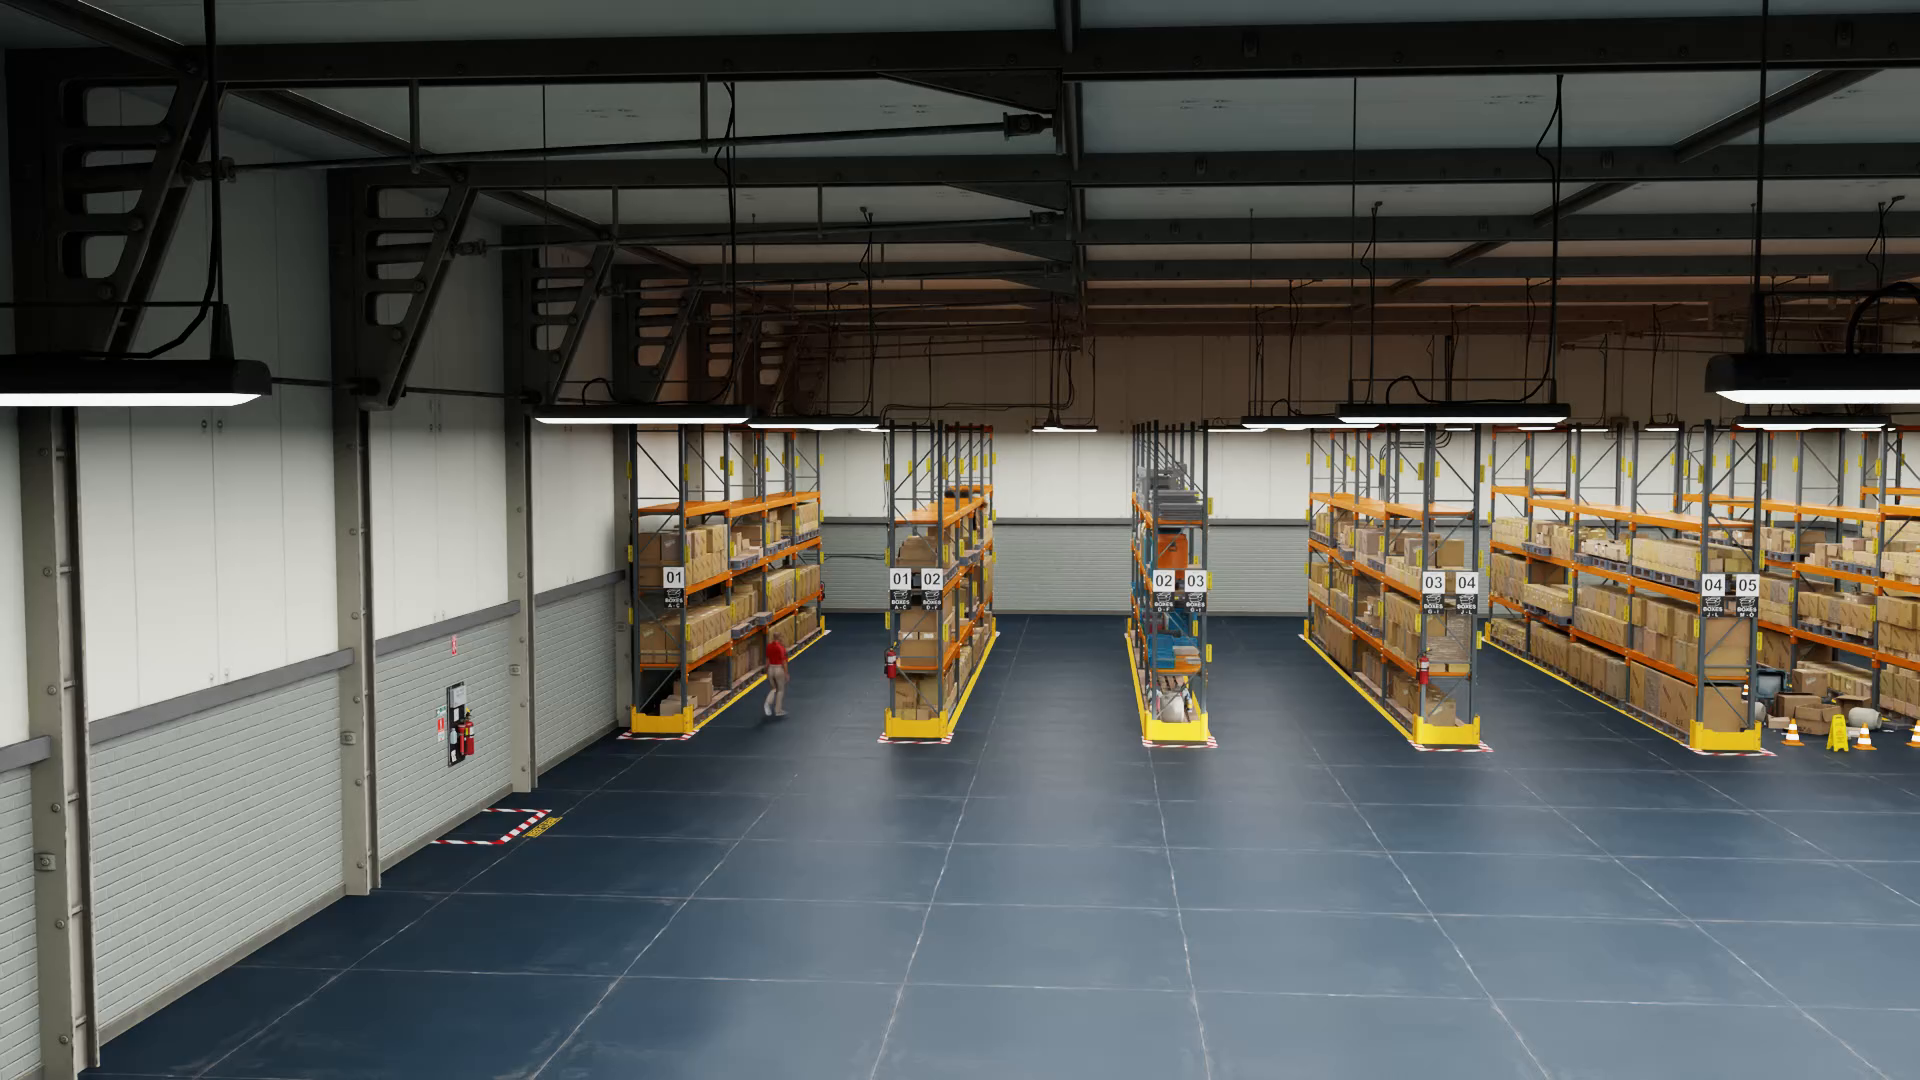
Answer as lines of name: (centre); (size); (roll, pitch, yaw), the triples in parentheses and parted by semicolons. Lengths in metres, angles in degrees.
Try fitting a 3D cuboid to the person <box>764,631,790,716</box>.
person: (-3.721, 2.715, 33.758); (0.550, 1.730, 0.501); (3, 5, 37)
